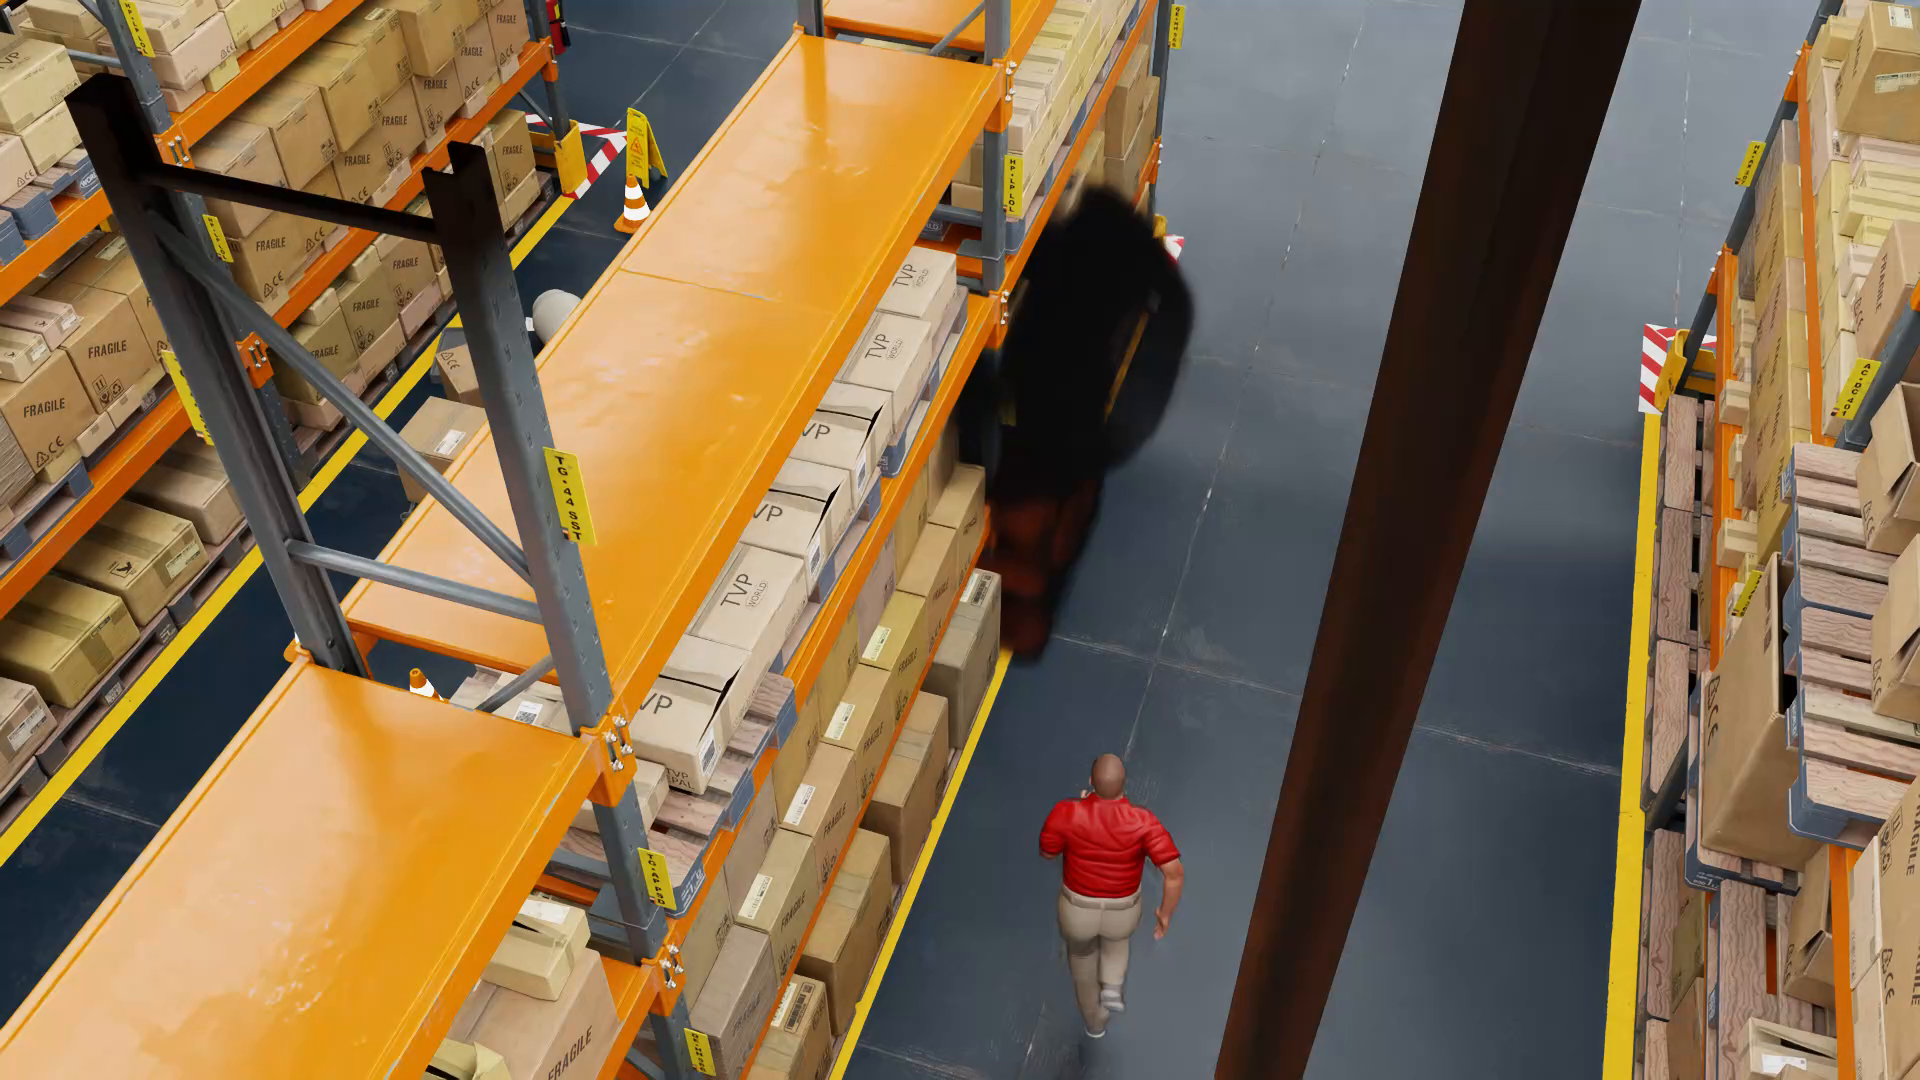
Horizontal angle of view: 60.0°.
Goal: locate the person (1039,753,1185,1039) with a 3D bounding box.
[{"bbox_3d":[0.693,1.670,7.969,0.654,1.651,0.740,1,46,1],"label":"person"}]
